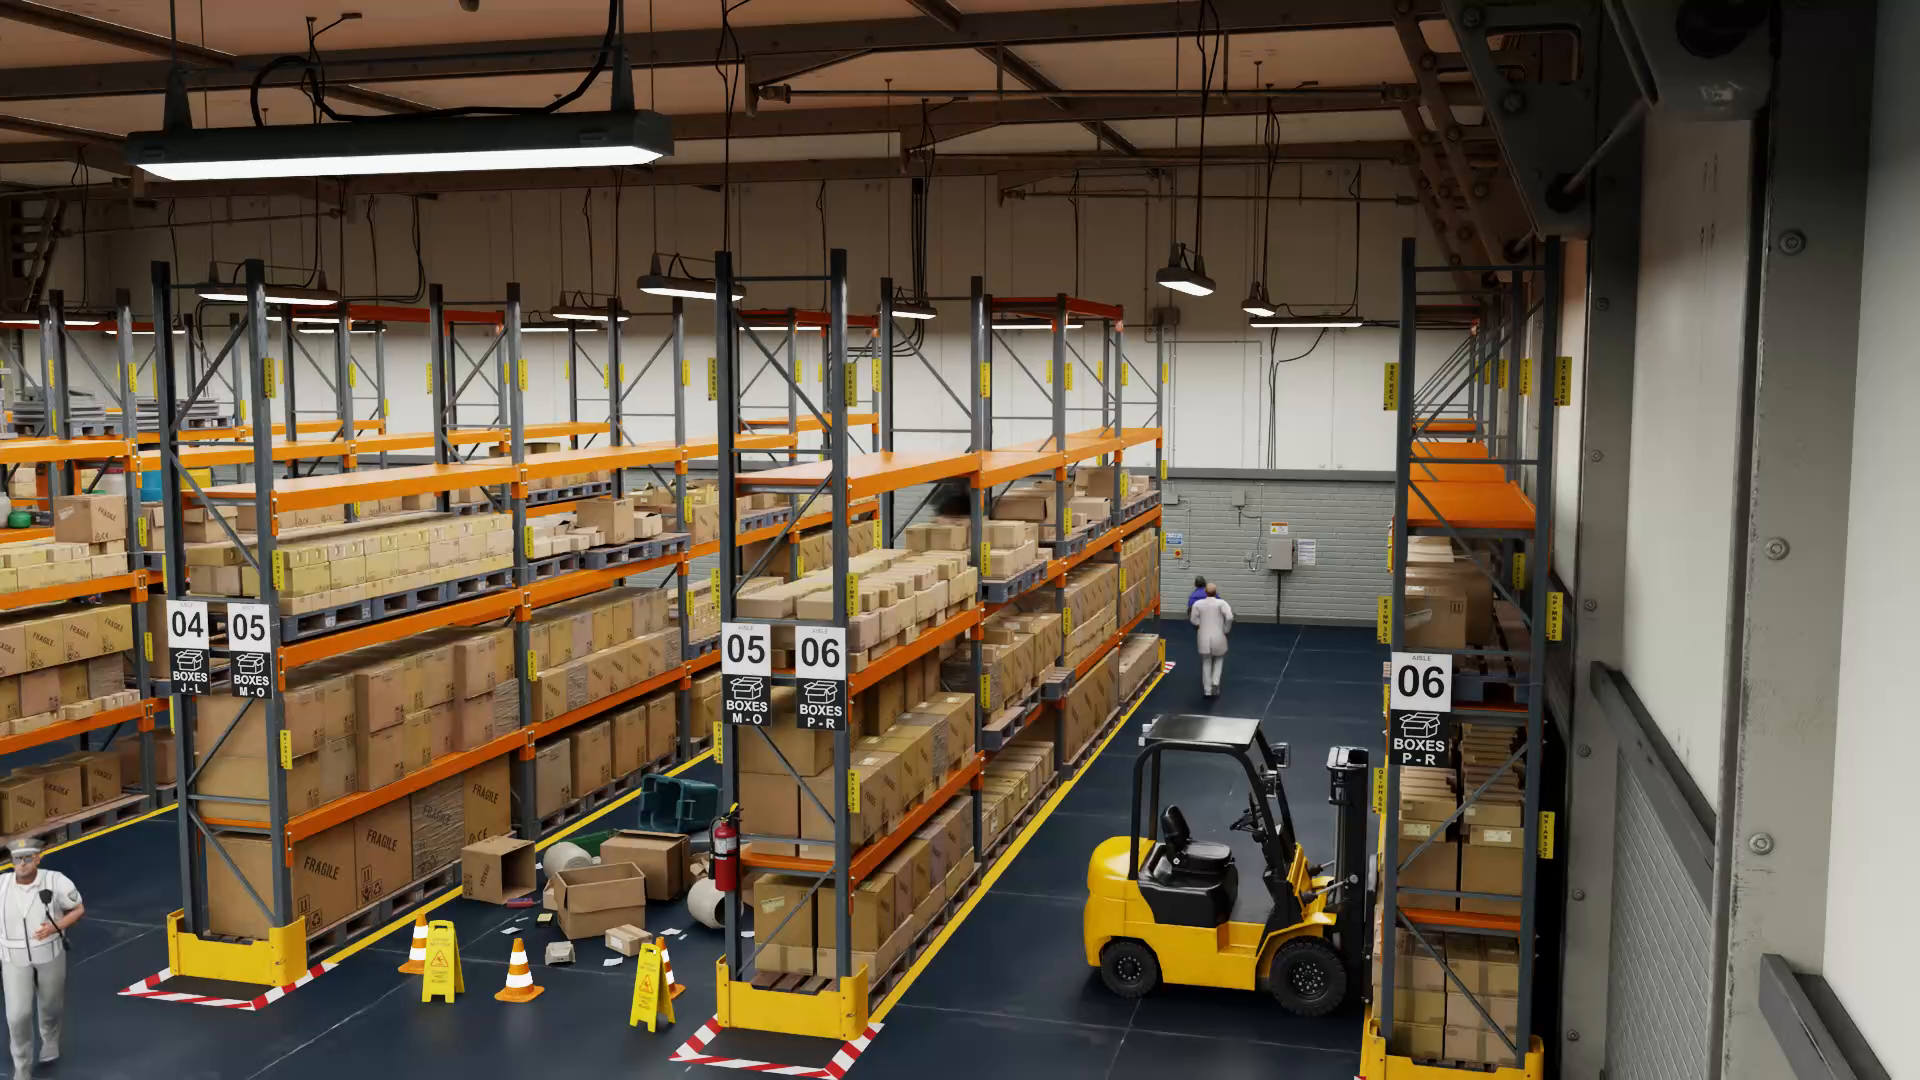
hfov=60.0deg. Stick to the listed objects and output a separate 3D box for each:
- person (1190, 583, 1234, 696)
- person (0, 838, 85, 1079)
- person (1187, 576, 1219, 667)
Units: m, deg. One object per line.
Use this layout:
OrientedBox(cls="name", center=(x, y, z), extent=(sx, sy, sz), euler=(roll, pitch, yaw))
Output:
OrientedBox(cls="person", center=(3.930, 1.571, 25.913), extent=(0.687, 1.827, 0.687), euler=(2, 6, 14))
OrientedBox(cls="person", center=(-6.678, 3.027, 12.039), extent=(0.645, 1.854, 0.788), euler=(-3, 7, -24))
OrientedBox(cls="person", center=(4.112, 1.379, 28.369), extent=(0.610, 1.581, 0.513), euler=(-2, 6, -21))
